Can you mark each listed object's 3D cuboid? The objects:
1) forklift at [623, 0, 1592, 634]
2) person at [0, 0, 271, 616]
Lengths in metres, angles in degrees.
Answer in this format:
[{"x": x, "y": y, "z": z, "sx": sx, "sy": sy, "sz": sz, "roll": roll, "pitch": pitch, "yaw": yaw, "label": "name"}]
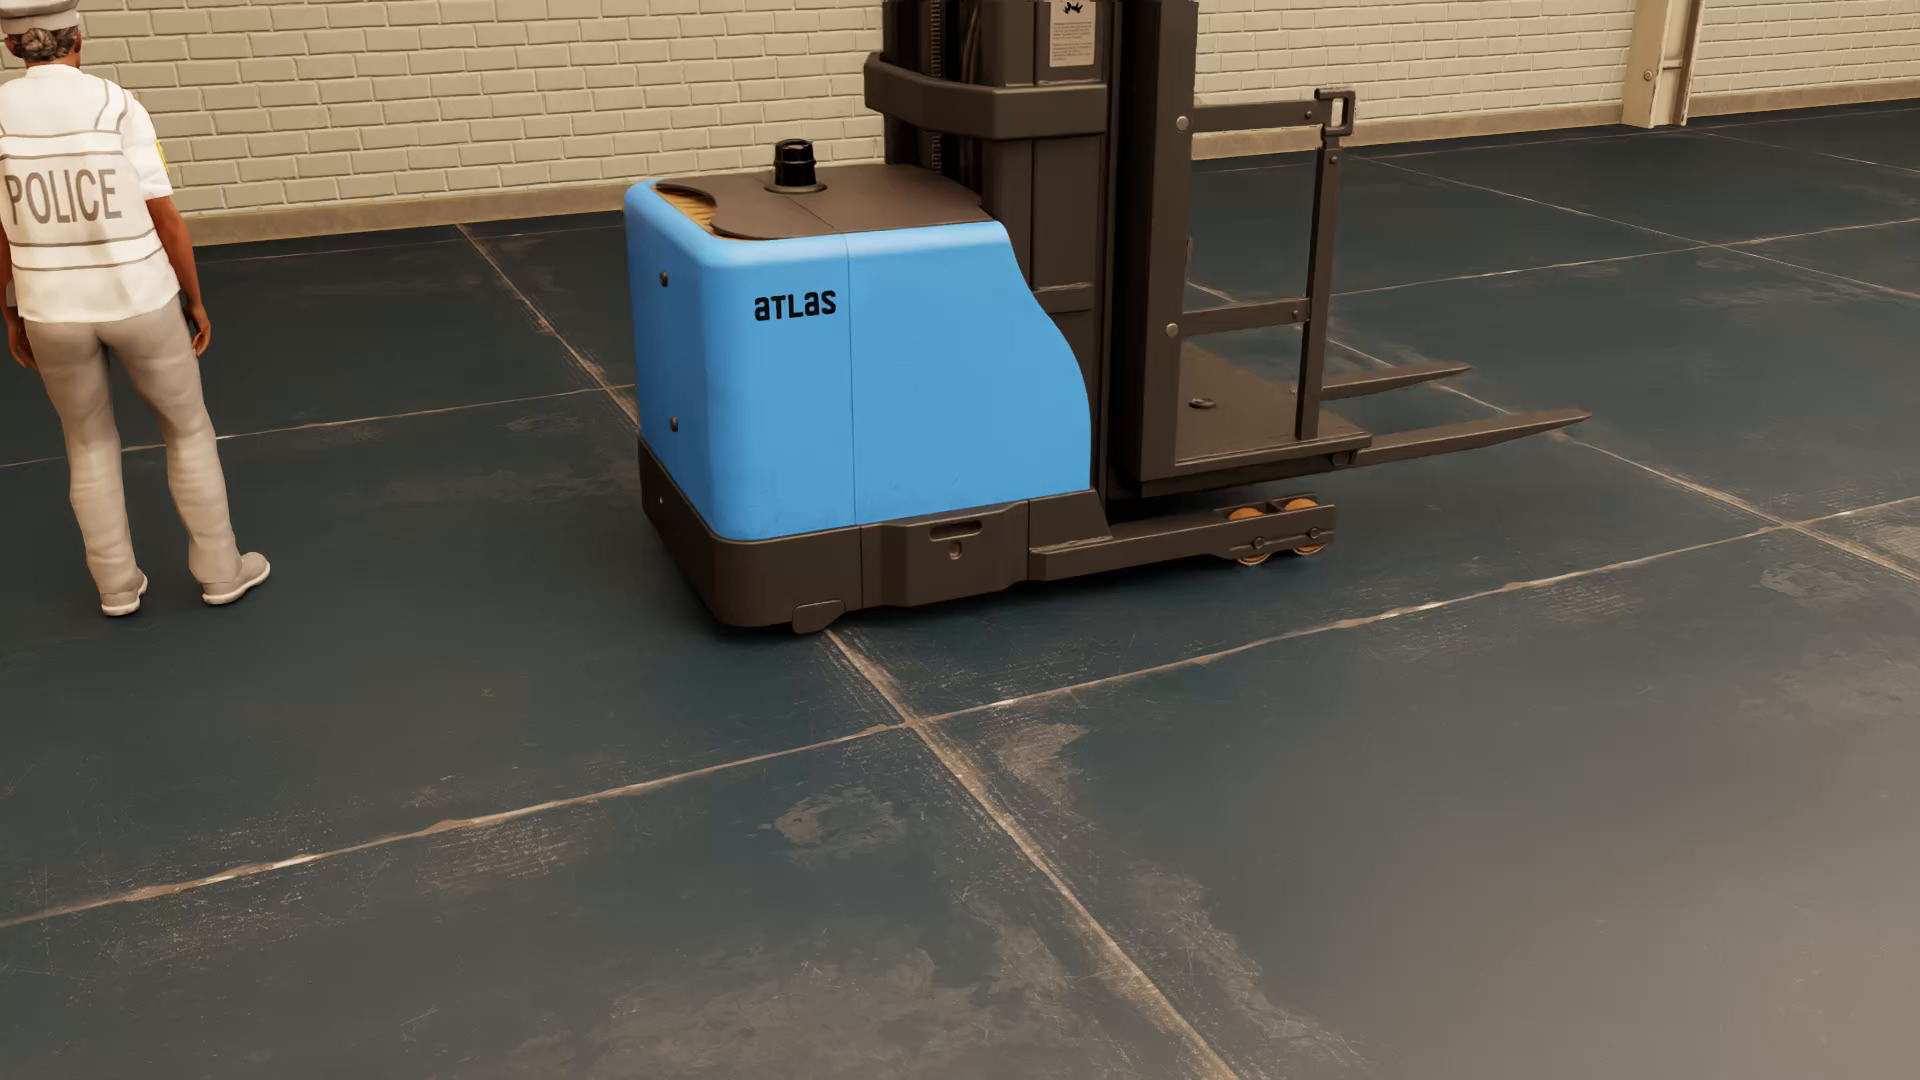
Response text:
[{"x": 0.580, "y": -1.455, "z": 4.789, "sx": 3.031, "sy": 2.935, "sz": 1.130, "roll": -9, "pitch": 24, "yaw": -21, "label": "forklift"}, {"x": -2.245, "y": -0.600, "z": 4.395, "sx": 0.528, "sy": 1.656, "sz": 0.395, "roll": -6, "pitch": 23, "yaw": -14, "label": "person"}]
